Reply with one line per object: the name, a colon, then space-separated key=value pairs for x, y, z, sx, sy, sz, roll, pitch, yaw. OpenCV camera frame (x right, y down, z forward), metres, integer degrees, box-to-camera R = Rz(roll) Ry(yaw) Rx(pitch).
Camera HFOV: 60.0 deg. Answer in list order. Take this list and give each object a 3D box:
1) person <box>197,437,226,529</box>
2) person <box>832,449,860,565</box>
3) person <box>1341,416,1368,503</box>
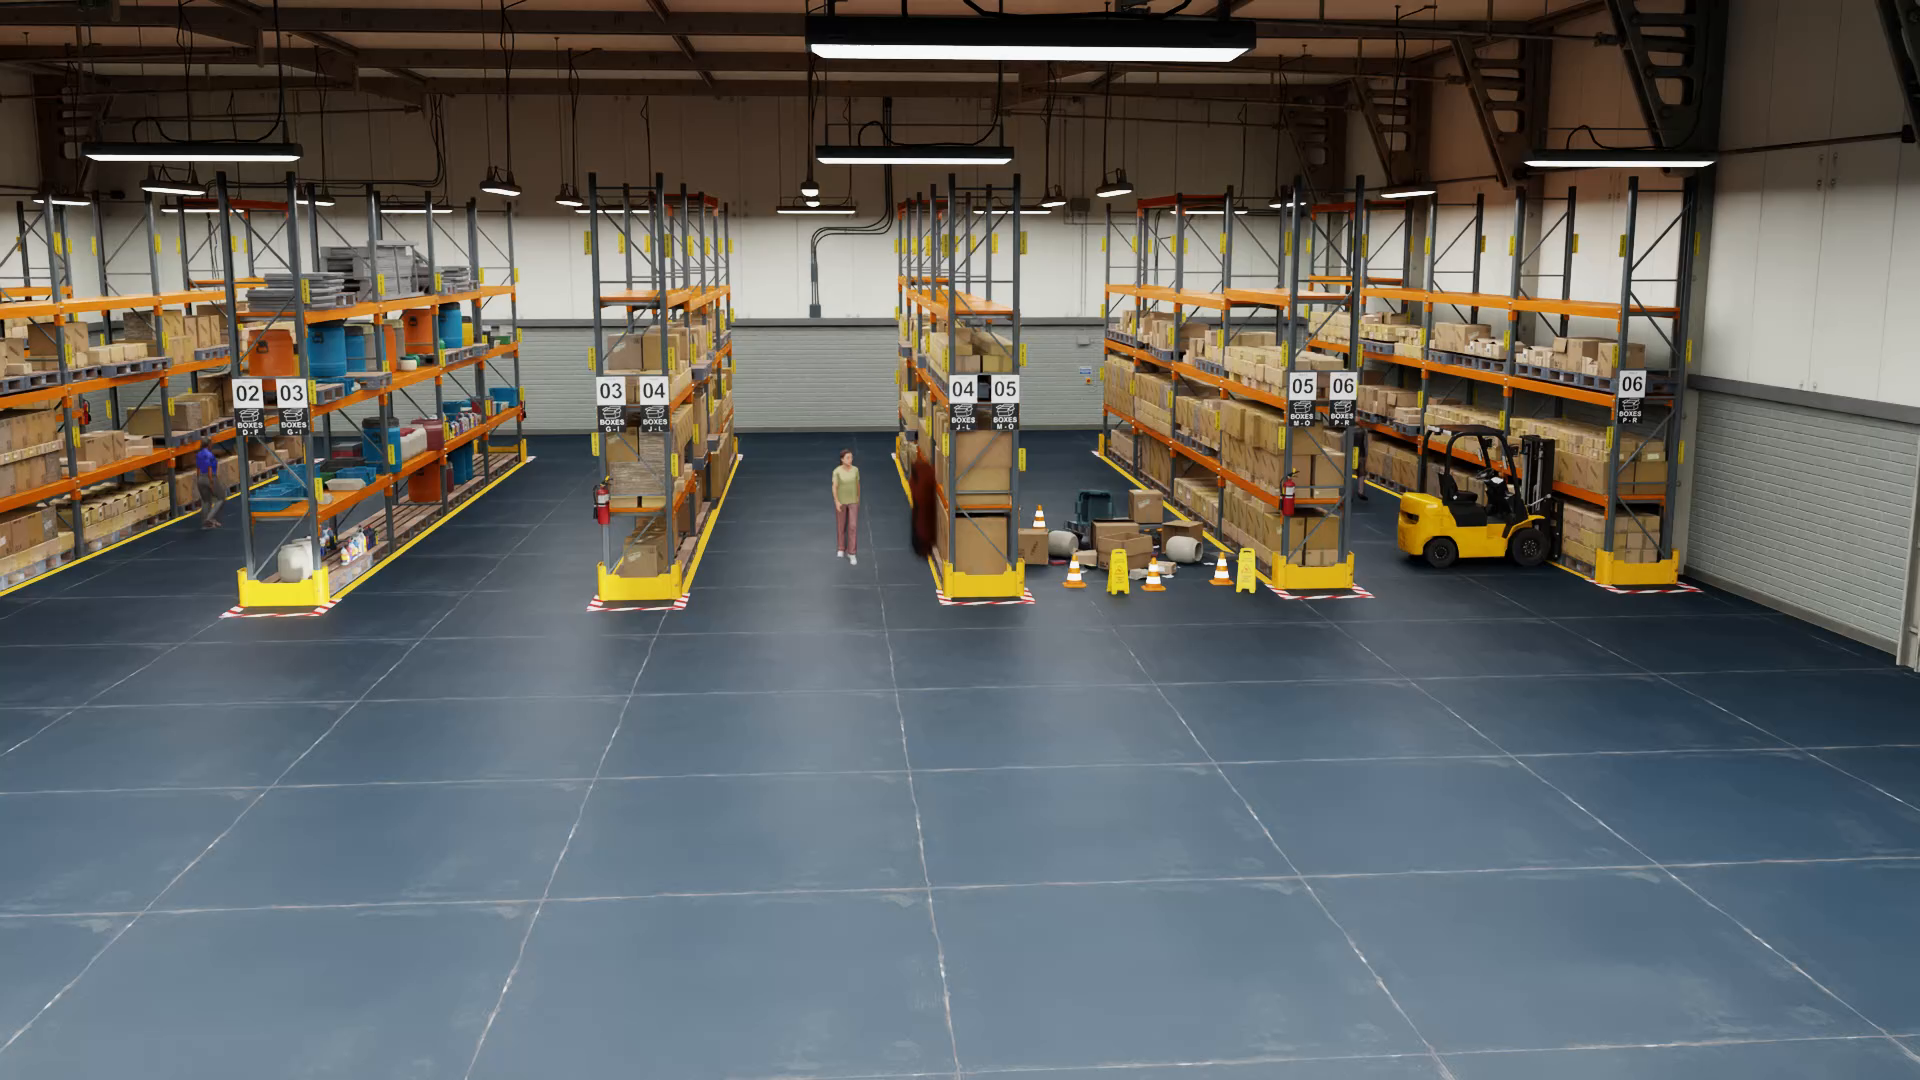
person: x=-13.397 y=-1.010 z=29.608 sx=0.498 sy=1.637 sz=0.449 roll=3 pitch=10 yaw=15
person: x=-1.725 y=-0.520 z=25.276 sx=0.454 sy=1.733 sz=0.566 roll=-2 pitch=10 yaw=-12
person: x=7.777 y=-1.592 z=32.808 sx=0.563 sy=1.719 sz=0.519 roll=-1 pitch=10 yaw=-5
